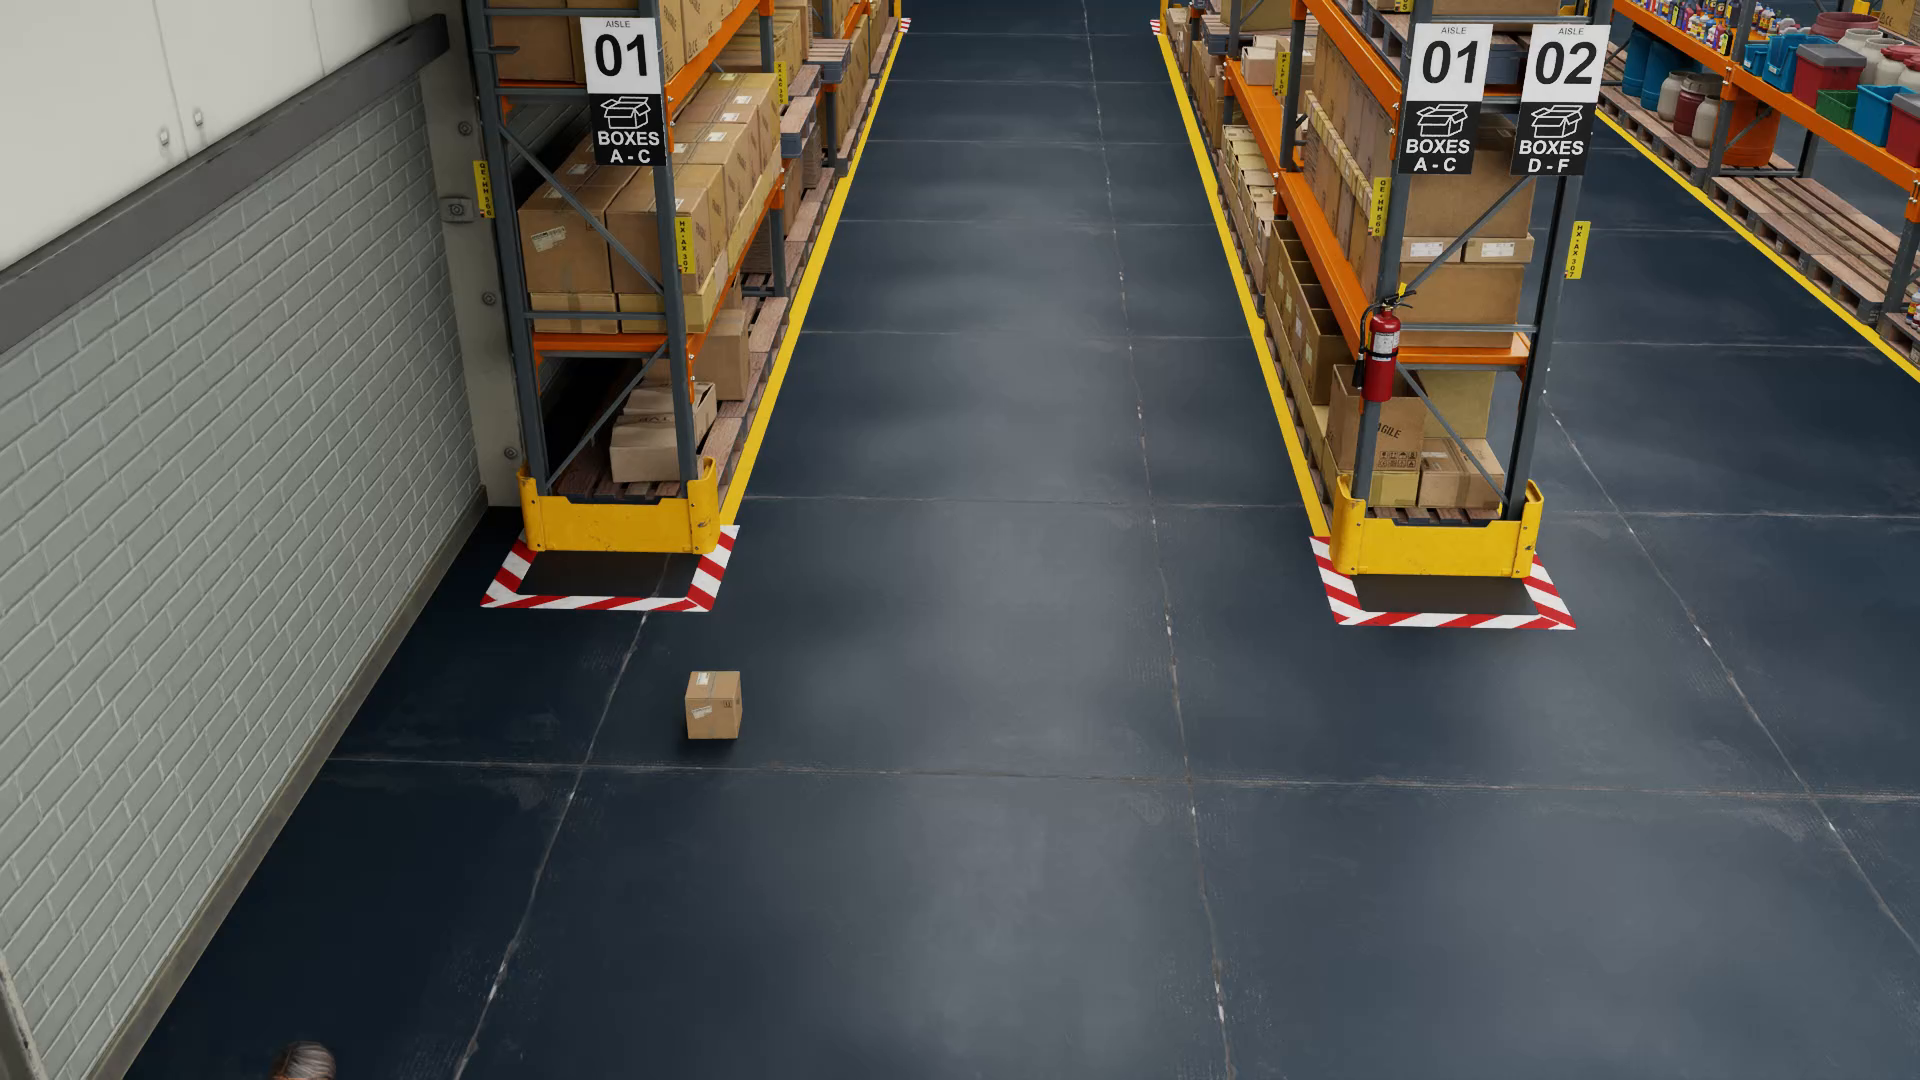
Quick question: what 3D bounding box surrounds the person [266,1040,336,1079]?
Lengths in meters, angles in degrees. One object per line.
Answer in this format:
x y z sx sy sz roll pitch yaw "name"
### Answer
-1.729 2.040 4.698 0.439 1.575 0.446 7 29 12 "person"
